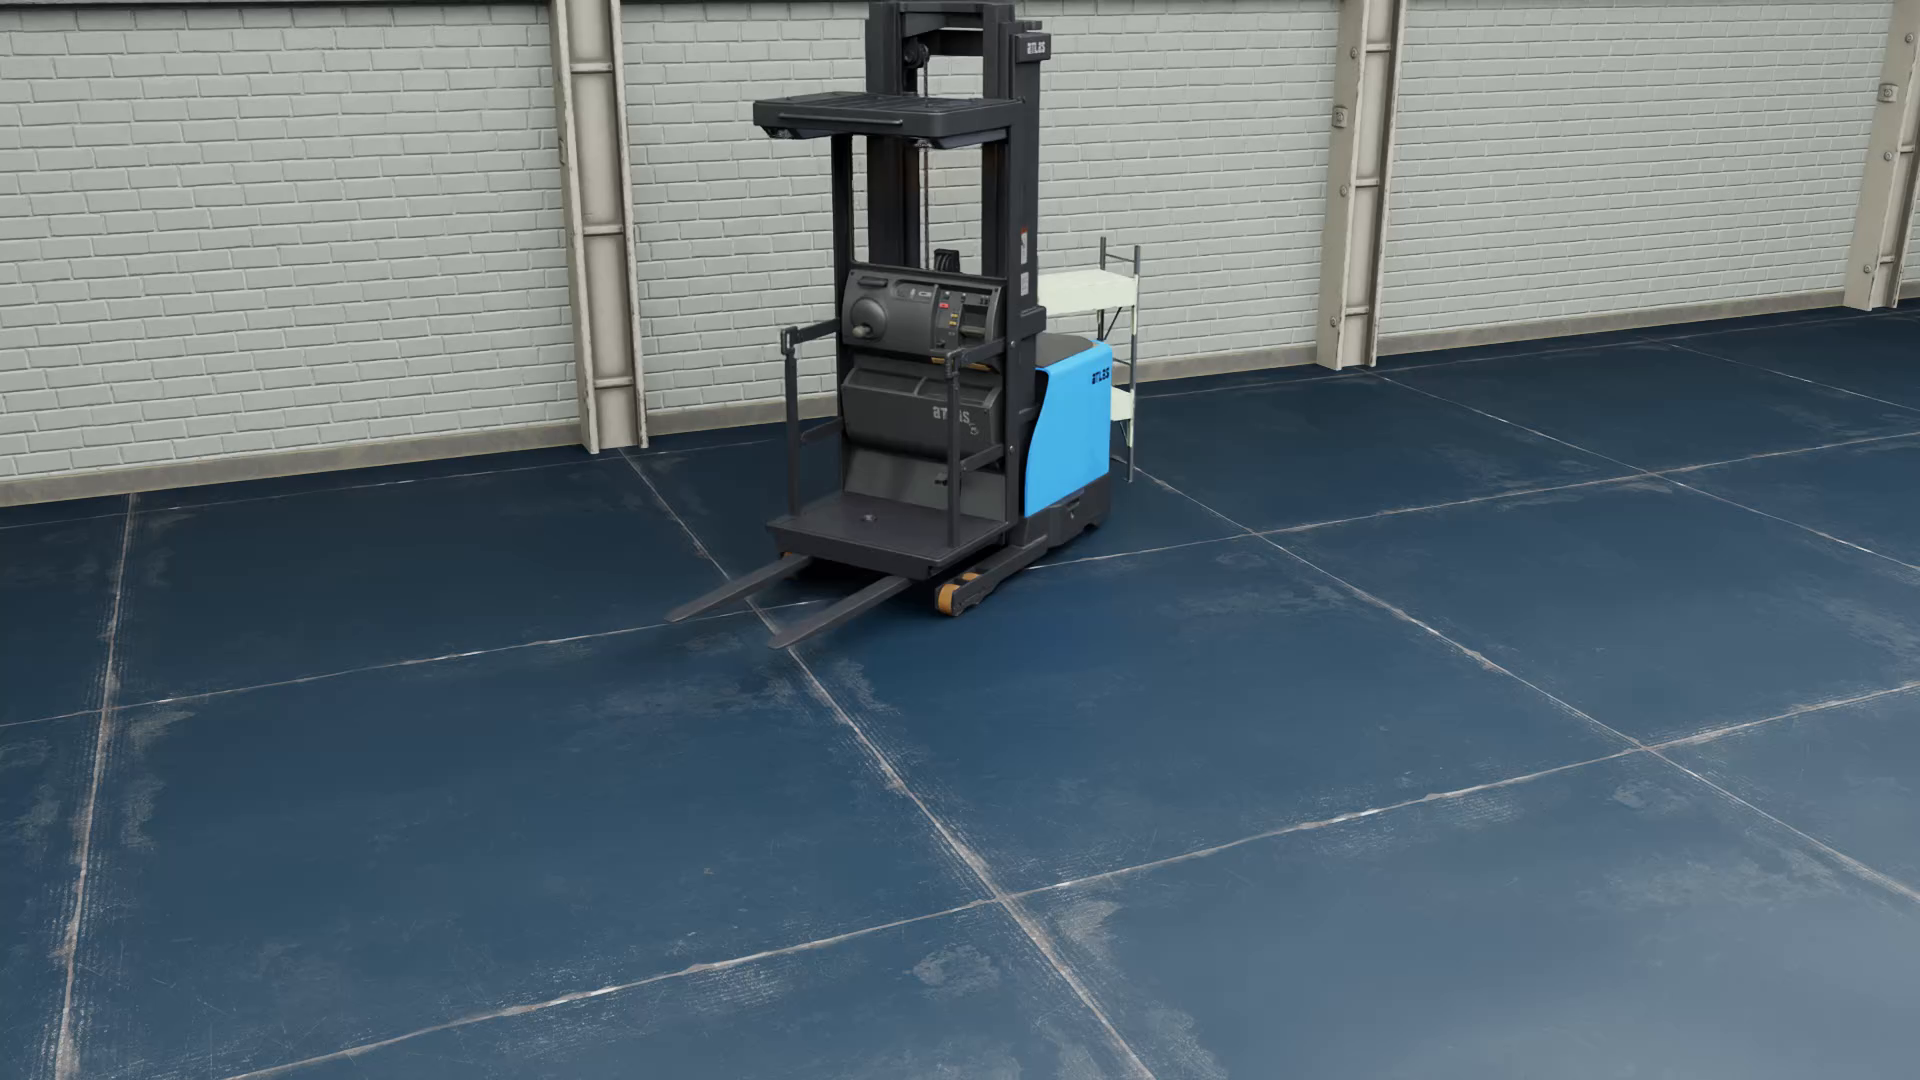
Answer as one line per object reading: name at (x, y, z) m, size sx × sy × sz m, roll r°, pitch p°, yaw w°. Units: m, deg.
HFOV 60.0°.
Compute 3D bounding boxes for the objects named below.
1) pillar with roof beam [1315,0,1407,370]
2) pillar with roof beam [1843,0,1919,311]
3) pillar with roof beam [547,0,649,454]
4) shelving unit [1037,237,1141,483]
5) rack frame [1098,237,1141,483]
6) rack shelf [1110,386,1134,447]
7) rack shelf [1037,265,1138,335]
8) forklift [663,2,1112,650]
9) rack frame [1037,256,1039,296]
pillar with roof beam at (4.856, -4.372, 8.390) m, size 0.400 × 9.000 × 9.100 m, roll -8°, pitch 21°, yaw -22°
pillar with roof beam at (10.365, -5.162, 10.632) m, size 0.400 × 9.000 × 9.100 m, roll -8°, pitch 21°, yaw -22°
pillar with roof beam at (-0.653, -3.583, 6.149) m, size 0.400 × 9.000 × 9.100 m, roll -8°, pitch 21°, yaw -22°
shelving unit at (0.669, -1.070, 10.301) m, size 0.755 × 1.500 × 0.431 m, roll -11°, pitch 22°, yaw -28°
rack frame at (0.986, -1.130, 10.473) m, size 0.023 × 1.500 × 0.400 m, roll -11°, pitch 22°, yaw -28°
rack shelf at (0.669, -0.762, 10.409) m, size 0.720 × 0.370 × 0.431 m, roll -11°, pitch 22°, yaw -28°
rack shelf at (0.669, -1.438, 10.172) m, size 0.720 × 0.370 × 0.431 m, roll -11°, pitch 22°, yaw -28°
forklift at (-0.315, -1.170, 8.433) m, size 1.130 × 2.935 × 3.031 m, roll 12°, pitch 22°, yaw 30°
rack frame at (0.352, -1.009, 10.129) m, size 0.023 × 1.500 × 0.400 m, roll -11°, pitch 22°, yaw -28°
